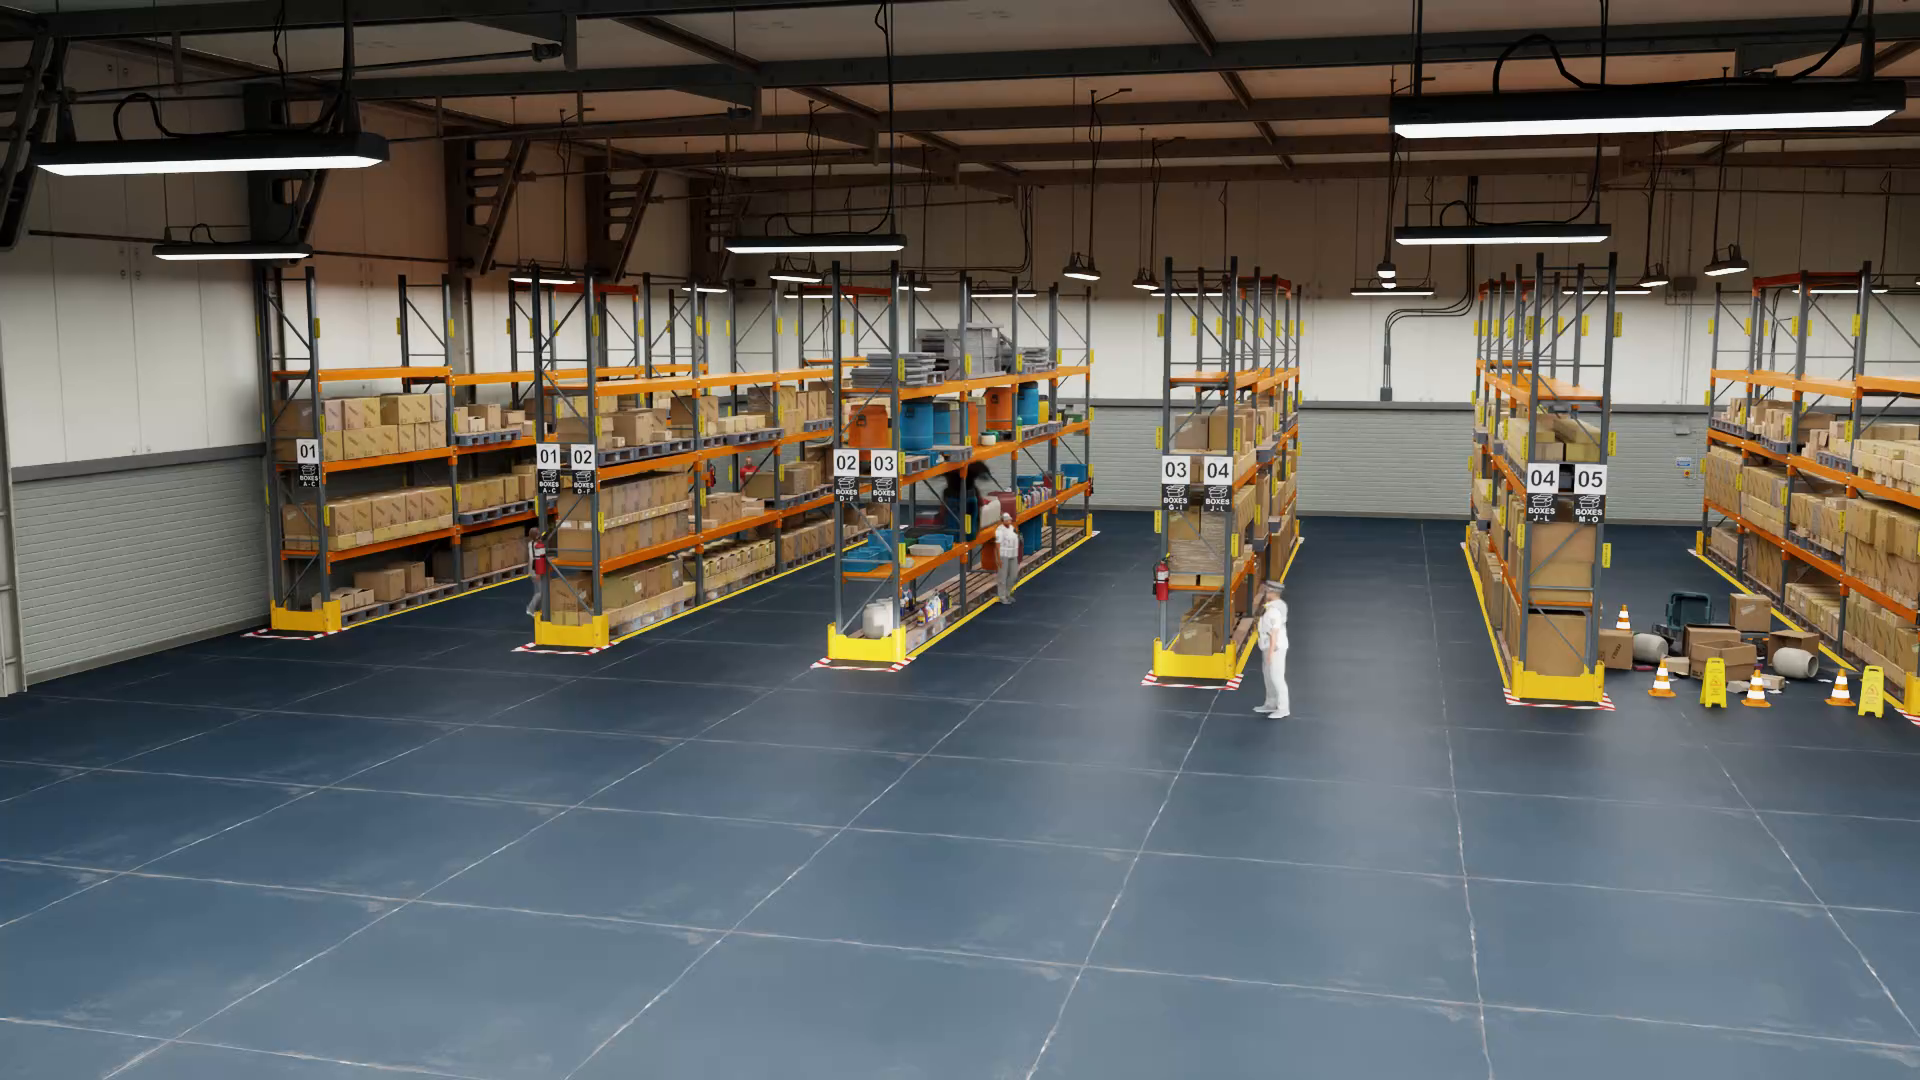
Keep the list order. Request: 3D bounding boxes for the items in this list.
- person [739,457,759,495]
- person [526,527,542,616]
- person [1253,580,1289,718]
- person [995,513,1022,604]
[{"bbox_3d":[-5.365,-1.293,42.798,0.637,1.708,0.516,-3,8,-20],"label":"person"},{"bbox_3d":[-7.289,0.578,28.664,0.395,1.607,0.445,-1,7,-10],"label":"person"},{"bbox_3d":[4.034,1.402,21.518,0.464,1.766,0.630,0,7,0],"label":"person"},{"bbox_3d":[0.851,0.323,30.370,0.534,1.676,0.436,-6,9,-40],"label":"person"}]
